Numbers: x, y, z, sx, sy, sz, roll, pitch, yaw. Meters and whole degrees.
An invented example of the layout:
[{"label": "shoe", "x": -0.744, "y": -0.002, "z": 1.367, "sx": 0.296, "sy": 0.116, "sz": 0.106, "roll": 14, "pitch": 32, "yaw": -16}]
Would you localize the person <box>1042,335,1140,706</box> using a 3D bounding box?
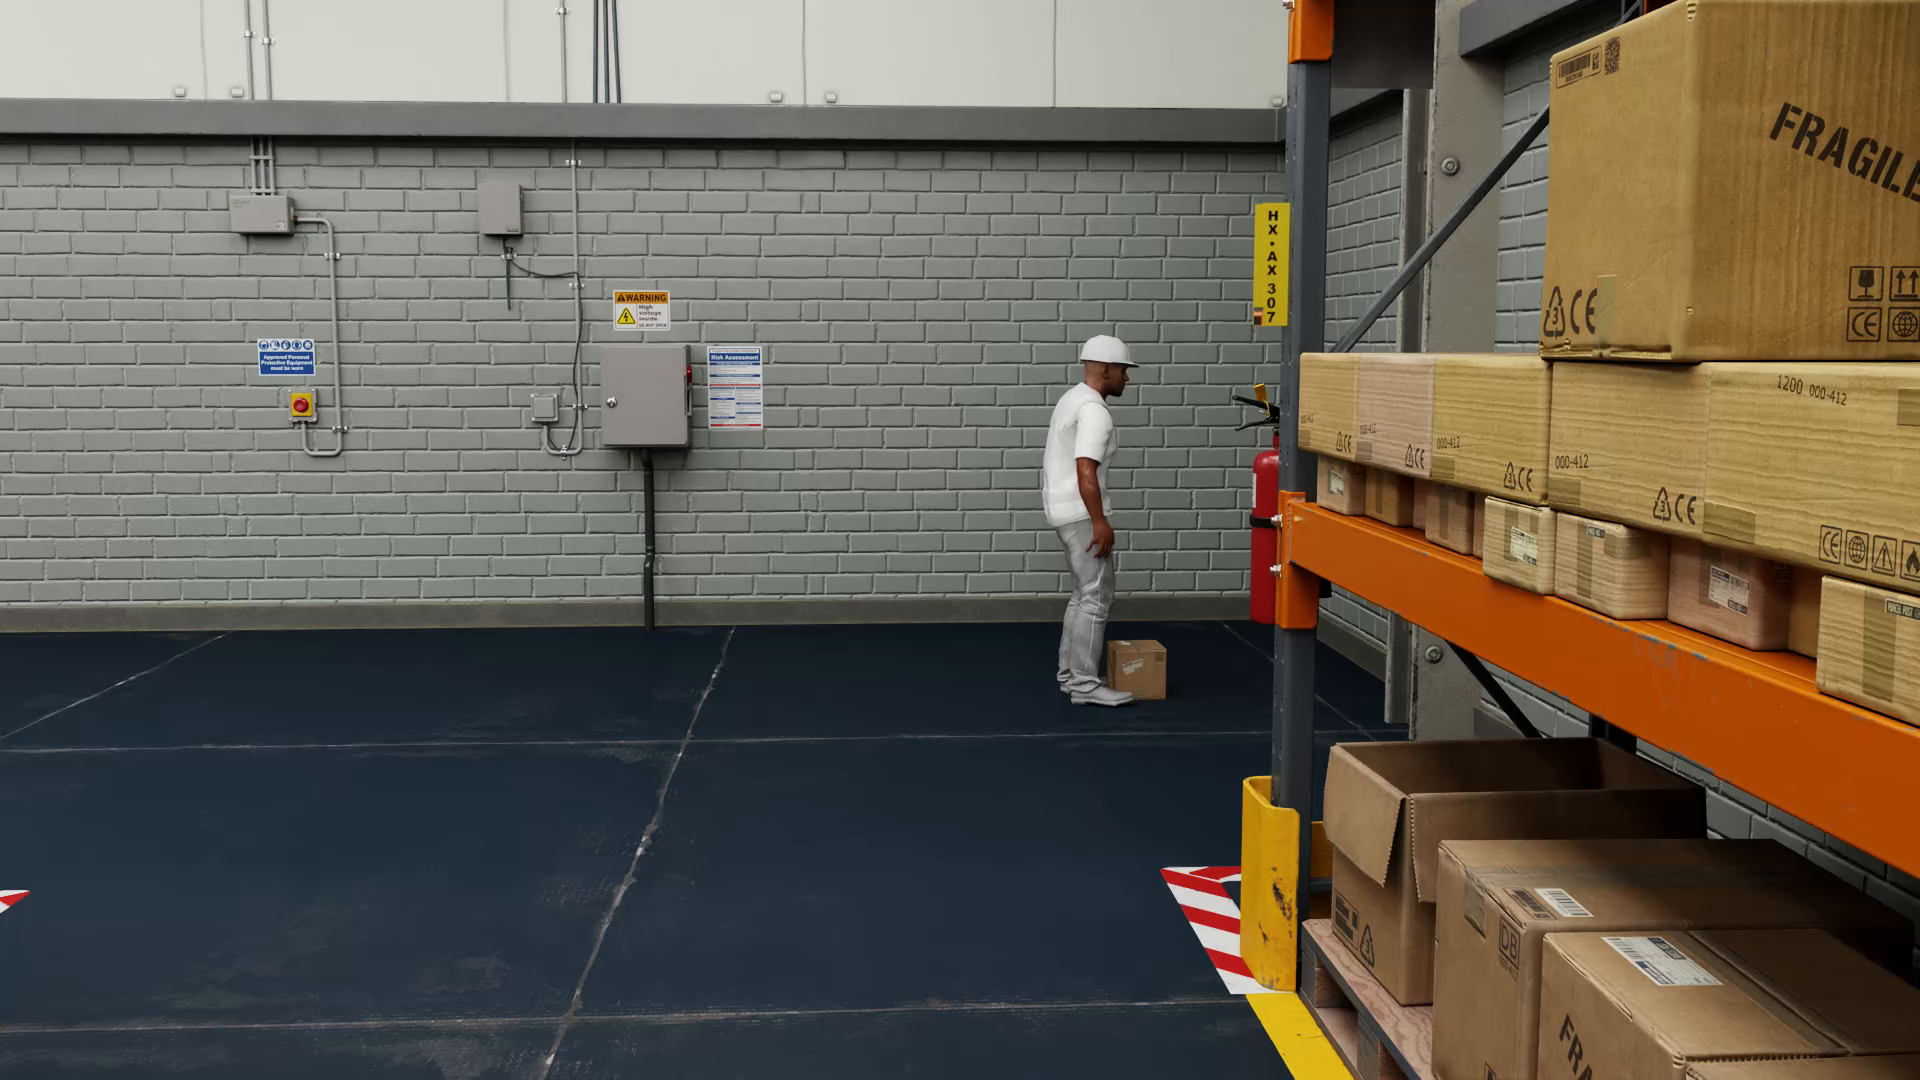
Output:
[{"label": "person", "x": 0.636, "y": -0.106, "z": 8.057, "sx": 0.461, "sy": 1.760, "sz": 0.625, "roll": -1, "pitch": 7, "yaw": -4}]
